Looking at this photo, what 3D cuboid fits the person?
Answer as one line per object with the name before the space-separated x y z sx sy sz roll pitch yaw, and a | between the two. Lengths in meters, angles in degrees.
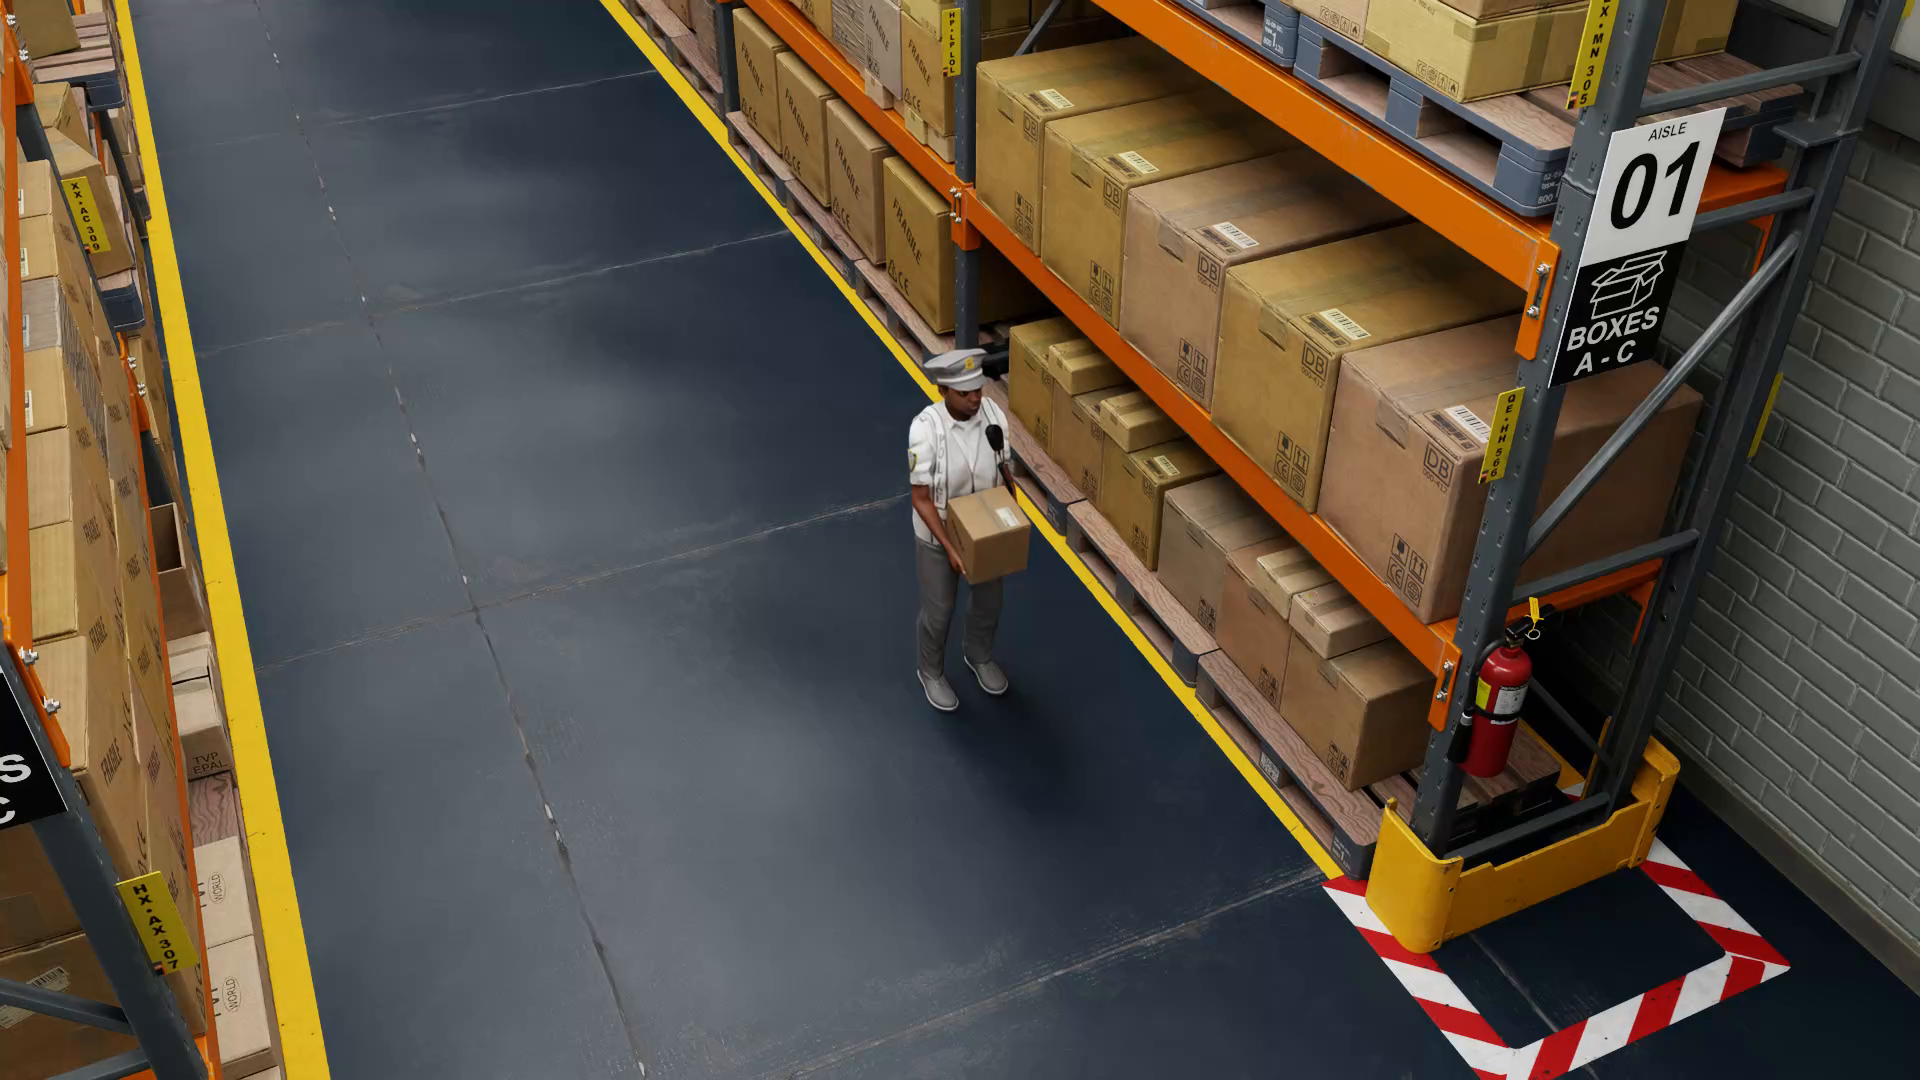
person | 0.031 -0.009 6.843 0.450 1.688 0.540 -16 40 -20
